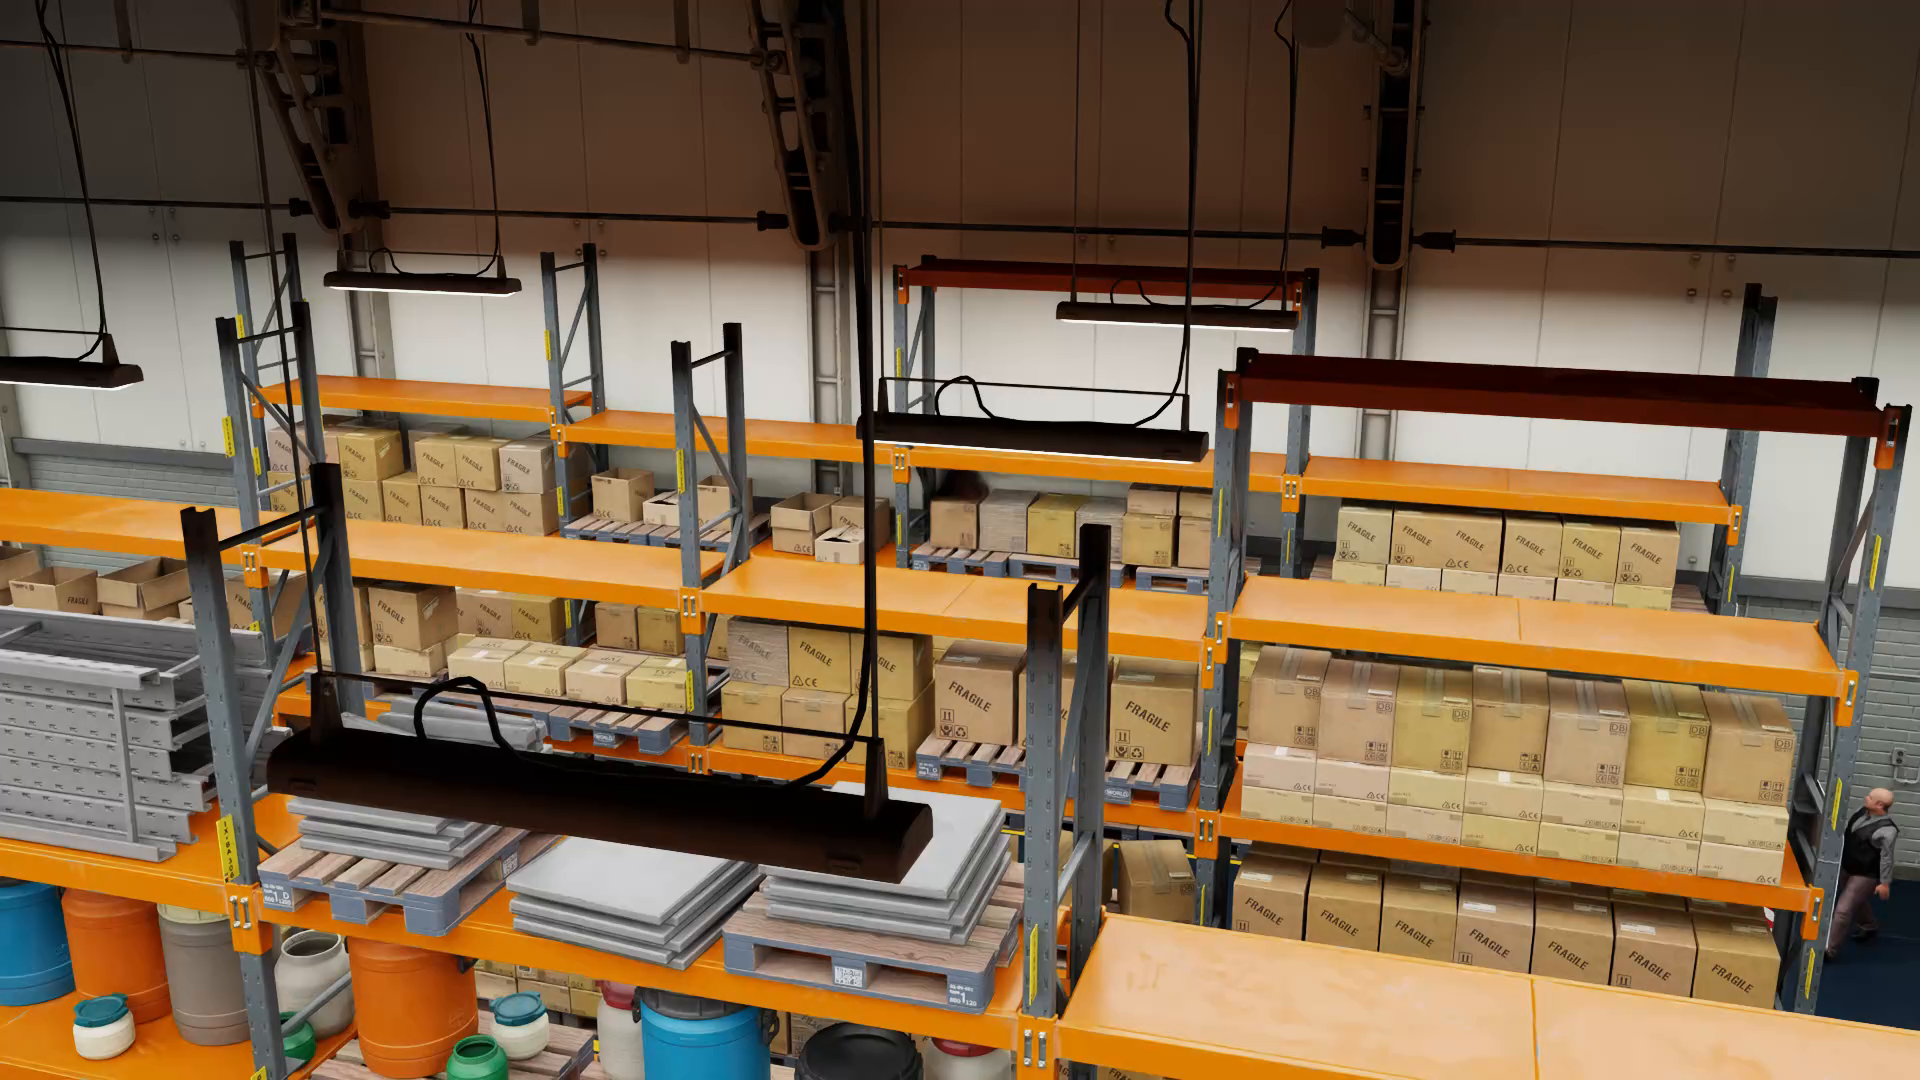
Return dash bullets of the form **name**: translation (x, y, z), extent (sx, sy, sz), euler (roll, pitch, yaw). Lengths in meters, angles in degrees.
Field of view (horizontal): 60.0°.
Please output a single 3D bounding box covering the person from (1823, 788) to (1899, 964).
- **person**: translation (8.188, 3.034, 15.253), extent (1.033, 1.661, 0.581), euler (-4, 17, -13)
